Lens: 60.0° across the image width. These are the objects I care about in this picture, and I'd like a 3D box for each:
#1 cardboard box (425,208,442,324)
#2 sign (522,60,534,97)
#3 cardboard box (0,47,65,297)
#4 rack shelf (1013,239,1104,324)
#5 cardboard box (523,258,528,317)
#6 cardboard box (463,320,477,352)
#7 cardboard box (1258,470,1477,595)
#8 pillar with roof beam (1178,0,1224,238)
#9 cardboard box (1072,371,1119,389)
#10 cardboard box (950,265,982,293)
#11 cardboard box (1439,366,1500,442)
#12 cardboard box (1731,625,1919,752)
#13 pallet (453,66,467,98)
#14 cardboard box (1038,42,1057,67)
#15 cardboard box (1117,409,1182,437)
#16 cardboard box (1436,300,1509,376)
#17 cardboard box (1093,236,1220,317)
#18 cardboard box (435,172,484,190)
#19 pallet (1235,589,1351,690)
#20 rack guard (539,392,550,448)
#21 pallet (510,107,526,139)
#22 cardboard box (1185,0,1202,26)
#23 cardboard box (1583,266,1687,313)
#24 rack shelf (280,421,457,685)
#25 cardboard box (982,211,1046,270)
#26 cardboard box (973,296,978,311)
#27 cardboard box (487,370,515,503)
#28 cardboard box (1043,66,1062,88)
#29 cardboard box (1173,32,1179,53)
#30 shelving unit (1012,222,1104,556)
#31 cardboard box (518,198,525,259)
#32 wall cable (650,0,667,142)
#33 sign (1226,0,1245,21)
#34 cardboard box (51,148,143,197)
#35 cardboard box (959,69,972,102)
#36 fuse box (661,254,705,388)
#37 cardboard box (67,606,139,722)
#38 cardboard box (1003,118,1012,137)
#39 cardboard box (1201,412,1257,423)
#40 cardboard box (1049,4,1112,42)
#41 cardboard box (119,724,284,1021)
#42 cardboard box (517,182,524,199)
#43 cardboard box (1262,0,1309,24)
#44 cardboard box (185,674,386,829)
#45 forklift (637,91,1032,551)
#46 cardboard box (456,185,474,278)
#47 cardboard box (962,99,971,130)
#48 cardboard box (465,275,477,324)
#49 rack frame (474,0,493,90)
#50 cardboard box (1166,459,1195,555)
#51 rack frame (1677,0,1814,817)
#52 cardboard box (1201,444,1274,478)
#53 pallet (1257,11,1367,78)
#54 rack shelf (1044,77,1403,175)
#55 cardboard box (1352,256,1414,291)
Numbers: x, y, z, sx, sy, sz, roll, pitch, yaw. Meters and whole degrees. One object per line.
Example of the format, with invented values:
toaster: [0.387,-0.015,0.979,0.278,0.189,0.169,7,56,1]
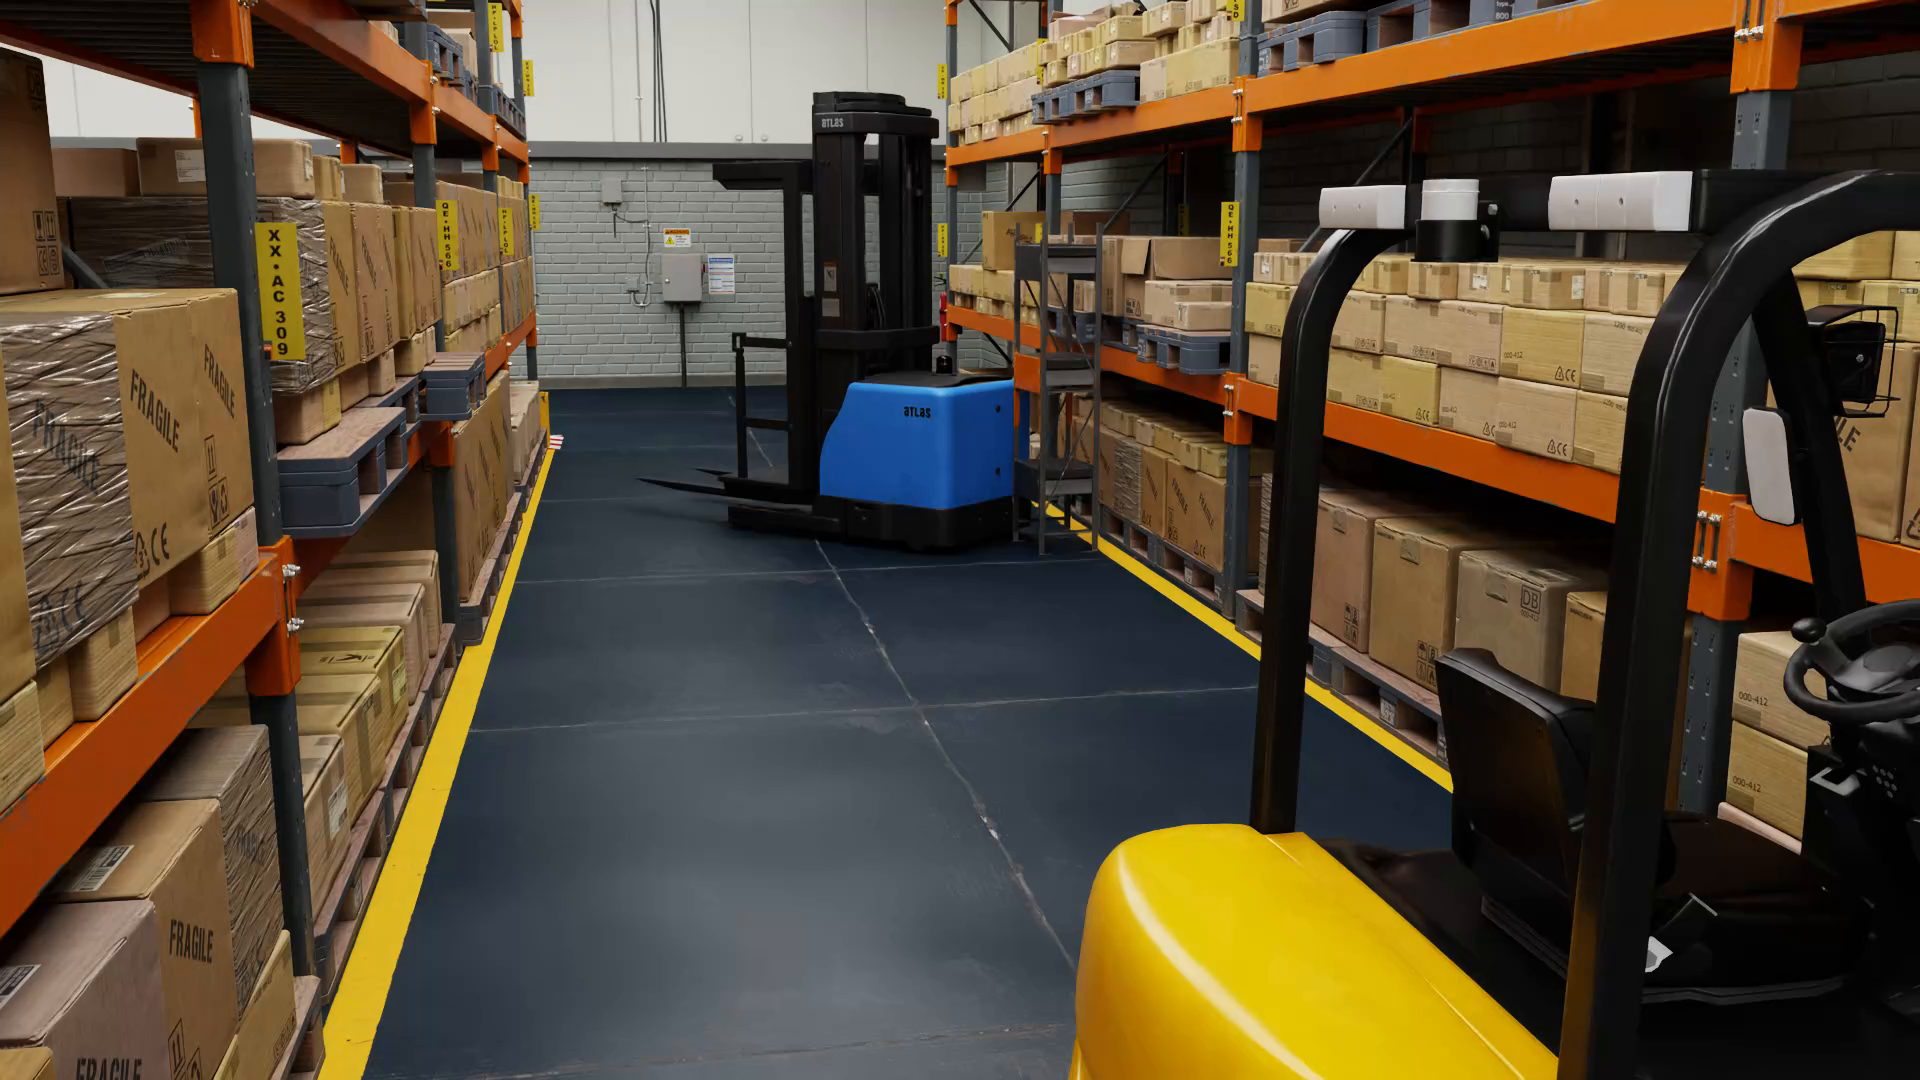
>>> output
cardboard box: [-2.585,-1.213,7.360,0.500,0.500,0.500,-2,11,-13]
sign: [-3.968,-4.239,15.265,0.100,0.325,0.005,-2,11,-11]
cardboard box: [-2.296,-0.749,3.371,0.700,0.500,0.500,-2,11,-12]
rack shelf: [0.622,-1.656,10.610,0.431,0.518,0.480,-3,11,-18]
cardboard box: [-3.957,-2.136,14.127,0.500,0.500,0.500,-2,11,-9]
cardboard box: [-3.008,-1.100,9.353,0.500,0.250,0.500,-2,11,-9]
cardboard box: [2.030,0.009,8.353,0.875,0.625,0.625,-2,11,-9]
pillar with roof beam: [-2.330,-4.750,12.088,9.100,9.000,0.400,-2,11,-11]
cardboard box: [1.012,-1.169,12.349,0.380,0.149,0.250,-2,11,-12]
cardboard box: [0.190,-2.512,15.980,0.500,0.250,0.500,-2,11,-11]
cardboard box: [2.175,-0.526,6.337,0.500,0.250,0.500,-2,11,-11]
cardboard box: [2.486,0.421,4.517,0.500,0.250,0.500,-2,11,-12]
pallet: [-3.344,-2.587,9.246,1.003,0.211,1.213,-2,11,-8]
cardboard box: [0.772,-3.480,11.923,0.380,0.149,0.250,-2,11,-9]
cardboard box: [1.268,-0.784,11.119,0.380,0.149,0.250,-2,11,-9]
cardboard box: [2.152,-0.773,6.299,0.500,0.250,0.500,-2,11,-10]
cardboard box: [1.272,-1.719,10.815,0.700,0.500,0.500,-2,11,-11]
cardboard box: [-3.531,-2.544,11.866,0.380,0.149,0.250,-2,11,-12]
pallet: [2.043,0.456,8.234,1.003,0.211,1.213,-2,11,-11]
rack guard: [-4.507,-1.128,15.787,1.175,0.500,0.348,-2,11,-11]
pallet: [-4.348,-3.646,14.545,1.003,0.211,1.213,-2,11,-11]
cardboard box: [1.508,-3.007,9.490,0.380,0.149,0.250,-2,11,-12]
cardboard box: [2.351,-0.848,5.627,0.380,0.149,0.250,-2,11,-11]
rack shelf: [-2.558,-0.164,5.962,1.077,0.370,4.000,-2,11,-11]
cardboard box: [0.482,-2.606,14.465,0.500,0.500,0.500,-2,11,-10]
cardboard box: [0.330,-2.199,15.399,0.380,0.149,0.250,-2,11,-9]
cardboard box: [-3.525,-0.670,11.253,0.875,0.875,0.875,-2,11,-9]
cardboard box: [0.812,-3.336,11.959,0.380,0.149,0.250,-2,11,-10]
cardboard box: [1.468,-2.907,9.758,0.380,0.149,0.250,-2,11,-11]
shelving unit: [0.622,-0.982,10.738,0.431,2.100,0.503,-3,11,-18]
cardboard box: [-3.952,-2.627,14.033,0.500,0.500,0.500,-2,11,-11]
wall cable: [-2.407,-6.472,21.030,2.988,3.039,0.133,-2,11,-11]
sign: [1.389,-2.774,8.343,0.100,0.325,0.005,-2,11,-11]
cardboard box: [-2.627,-1.074,4.893,0.380,0.149,0.250,-2,11,-13]
cardboard box: [0.286,-4.140,15.172,0.500,0.250,0.500,-2,11,-11]
fuse box: [-3.533,-2.802,21.341,0.539,1.711,0.414,-2,11,-11]
cardboard box: [-1.606,0.207,2.761,0.380,0.149,0.250,-2,11,-12]
cardboard box: [0.574,-3.441,13.900,0.380,0.149,0.250,-2,11,-10]
cardboard box: [1.811,-0.756,10.974,0.380,0.149,0.250,-3,11,-13]
cardboard box: [0.860,-3.687,11.899,0.396,0.266,0.258,-2,11,-12]
cardboard box: [-1.790,0.724,3.596,0.500,0.500,0.500,-2,11,-12]
cardboard box: [-4.031,-3.062,14.587,0.380,0.149,0.250,-2,11,-12]
cardboard box: [1.692,-2.605,8.072,0.380,0.166,0.250,-2,11,-11]
cardboard box: [-2.416,0.706,5.371,0.950,0.372,0.625,-1,11,-7]
forklift: [-1.002,-1.565,11.581,3.031,2.935,1.130,8,13,35]
cardboard box: [-2.994,-1.710,9.218,0.500,0.500,0.500,-2,11,-9]
cardboard box: [0.303,-3.895,15.223,0.500,0.250,0.500,-2,11,-10]
cardboard box: [-2.987,-1.345,9.305,0.500,0.250,0.500,-2,11,-11]
rack frame: [-3.725,-4.565,11.115,1.000,3.000,0.127,-2,11,-11]
cardboard box: [1.541,-0.206,9.819,0.500,0.500,0.500,-2,11,-12]
rack frame: [2.700,-0.332,4.919,1.000,3.000,0.127,-2,11,-11]
cardboard box: [1.577,-0.444,9.335,0.380,0.149,0.250,-3,11,-14]
pallet: [2.141,-2.325,7.874,1.213,0.211,1.003,-2,11,-8]
rack shelf: [1.533,-2.553,10.488,1.077,0.370,4.000,-2,11,-11]
cardboard box: [1.964,-1.177,7.355,0.380,0.149,0.250,-2,11,-10]
